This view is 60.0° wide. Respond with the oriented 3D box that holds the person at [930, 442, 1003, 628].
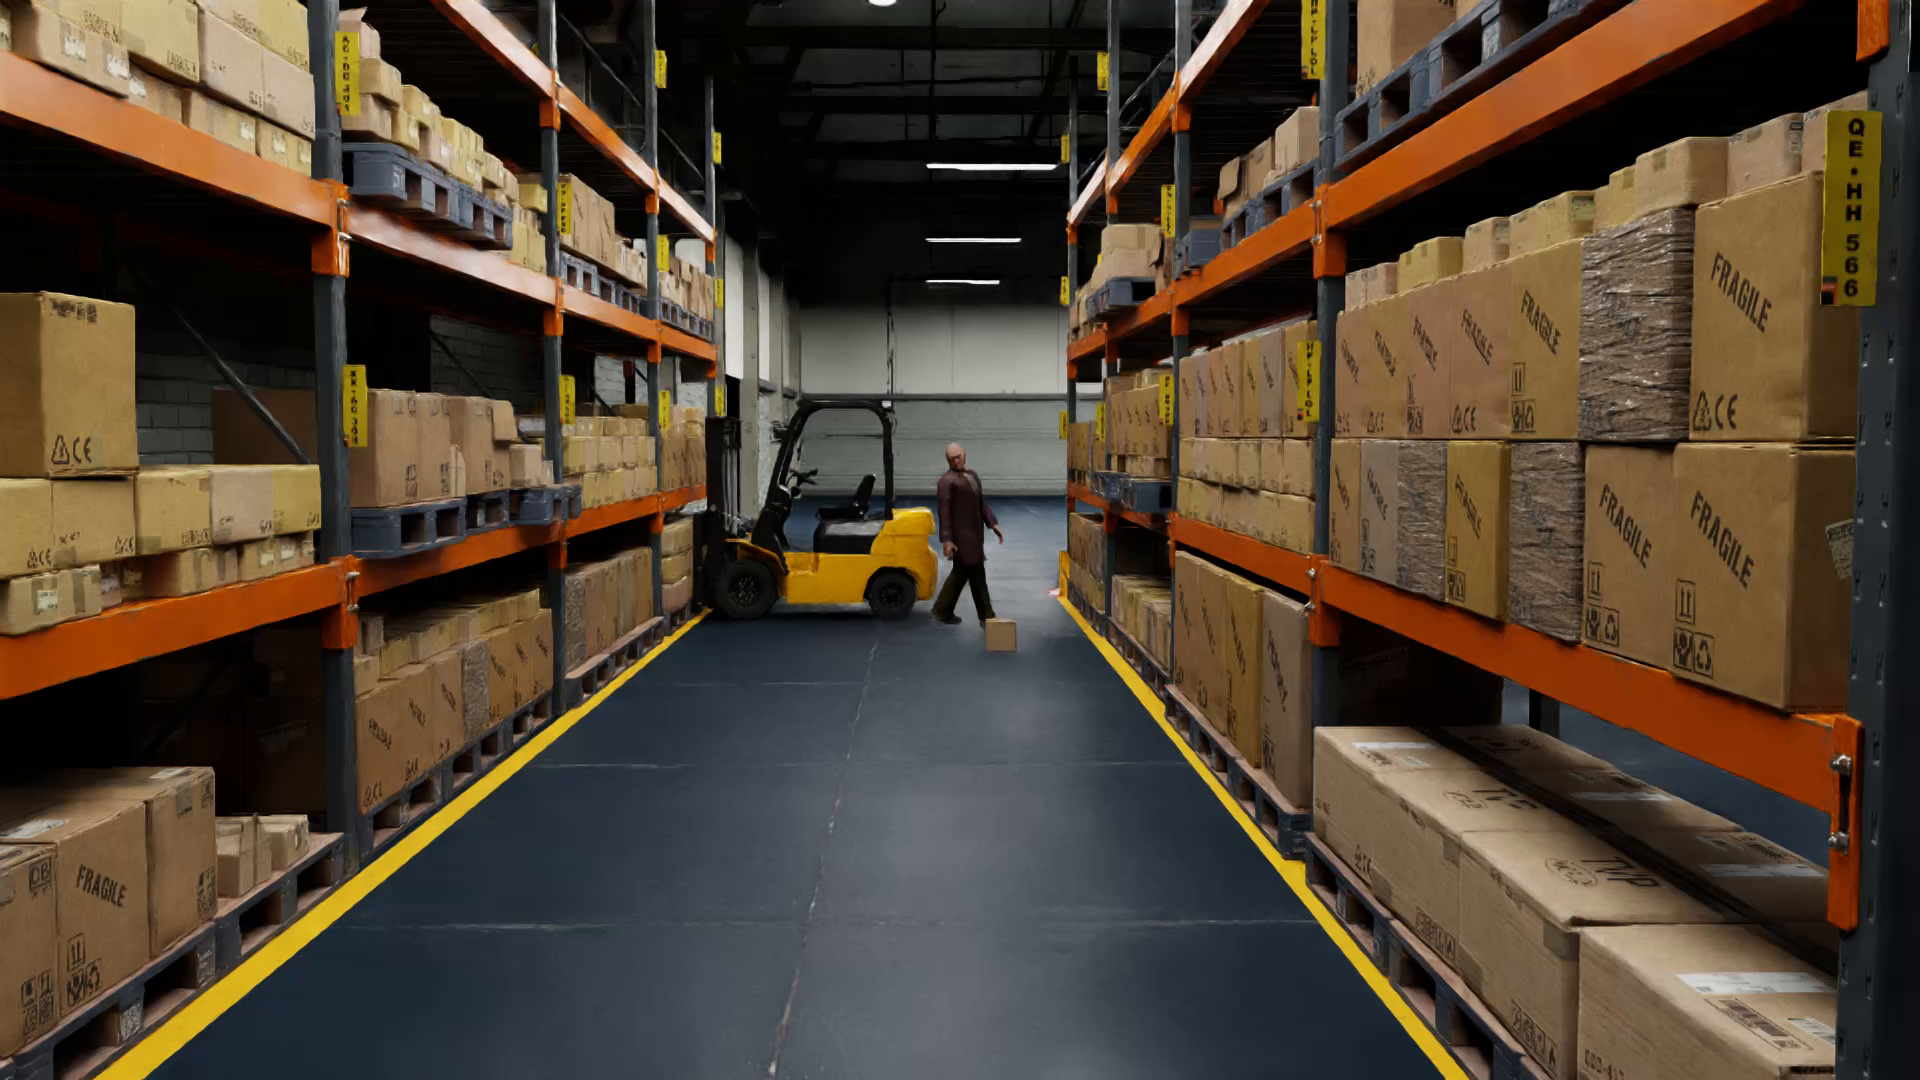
[{"bbox_3d":[0.071,-0.034,15.437,0.746,1.740,0.613,1,4,18],"label":"person"}]
